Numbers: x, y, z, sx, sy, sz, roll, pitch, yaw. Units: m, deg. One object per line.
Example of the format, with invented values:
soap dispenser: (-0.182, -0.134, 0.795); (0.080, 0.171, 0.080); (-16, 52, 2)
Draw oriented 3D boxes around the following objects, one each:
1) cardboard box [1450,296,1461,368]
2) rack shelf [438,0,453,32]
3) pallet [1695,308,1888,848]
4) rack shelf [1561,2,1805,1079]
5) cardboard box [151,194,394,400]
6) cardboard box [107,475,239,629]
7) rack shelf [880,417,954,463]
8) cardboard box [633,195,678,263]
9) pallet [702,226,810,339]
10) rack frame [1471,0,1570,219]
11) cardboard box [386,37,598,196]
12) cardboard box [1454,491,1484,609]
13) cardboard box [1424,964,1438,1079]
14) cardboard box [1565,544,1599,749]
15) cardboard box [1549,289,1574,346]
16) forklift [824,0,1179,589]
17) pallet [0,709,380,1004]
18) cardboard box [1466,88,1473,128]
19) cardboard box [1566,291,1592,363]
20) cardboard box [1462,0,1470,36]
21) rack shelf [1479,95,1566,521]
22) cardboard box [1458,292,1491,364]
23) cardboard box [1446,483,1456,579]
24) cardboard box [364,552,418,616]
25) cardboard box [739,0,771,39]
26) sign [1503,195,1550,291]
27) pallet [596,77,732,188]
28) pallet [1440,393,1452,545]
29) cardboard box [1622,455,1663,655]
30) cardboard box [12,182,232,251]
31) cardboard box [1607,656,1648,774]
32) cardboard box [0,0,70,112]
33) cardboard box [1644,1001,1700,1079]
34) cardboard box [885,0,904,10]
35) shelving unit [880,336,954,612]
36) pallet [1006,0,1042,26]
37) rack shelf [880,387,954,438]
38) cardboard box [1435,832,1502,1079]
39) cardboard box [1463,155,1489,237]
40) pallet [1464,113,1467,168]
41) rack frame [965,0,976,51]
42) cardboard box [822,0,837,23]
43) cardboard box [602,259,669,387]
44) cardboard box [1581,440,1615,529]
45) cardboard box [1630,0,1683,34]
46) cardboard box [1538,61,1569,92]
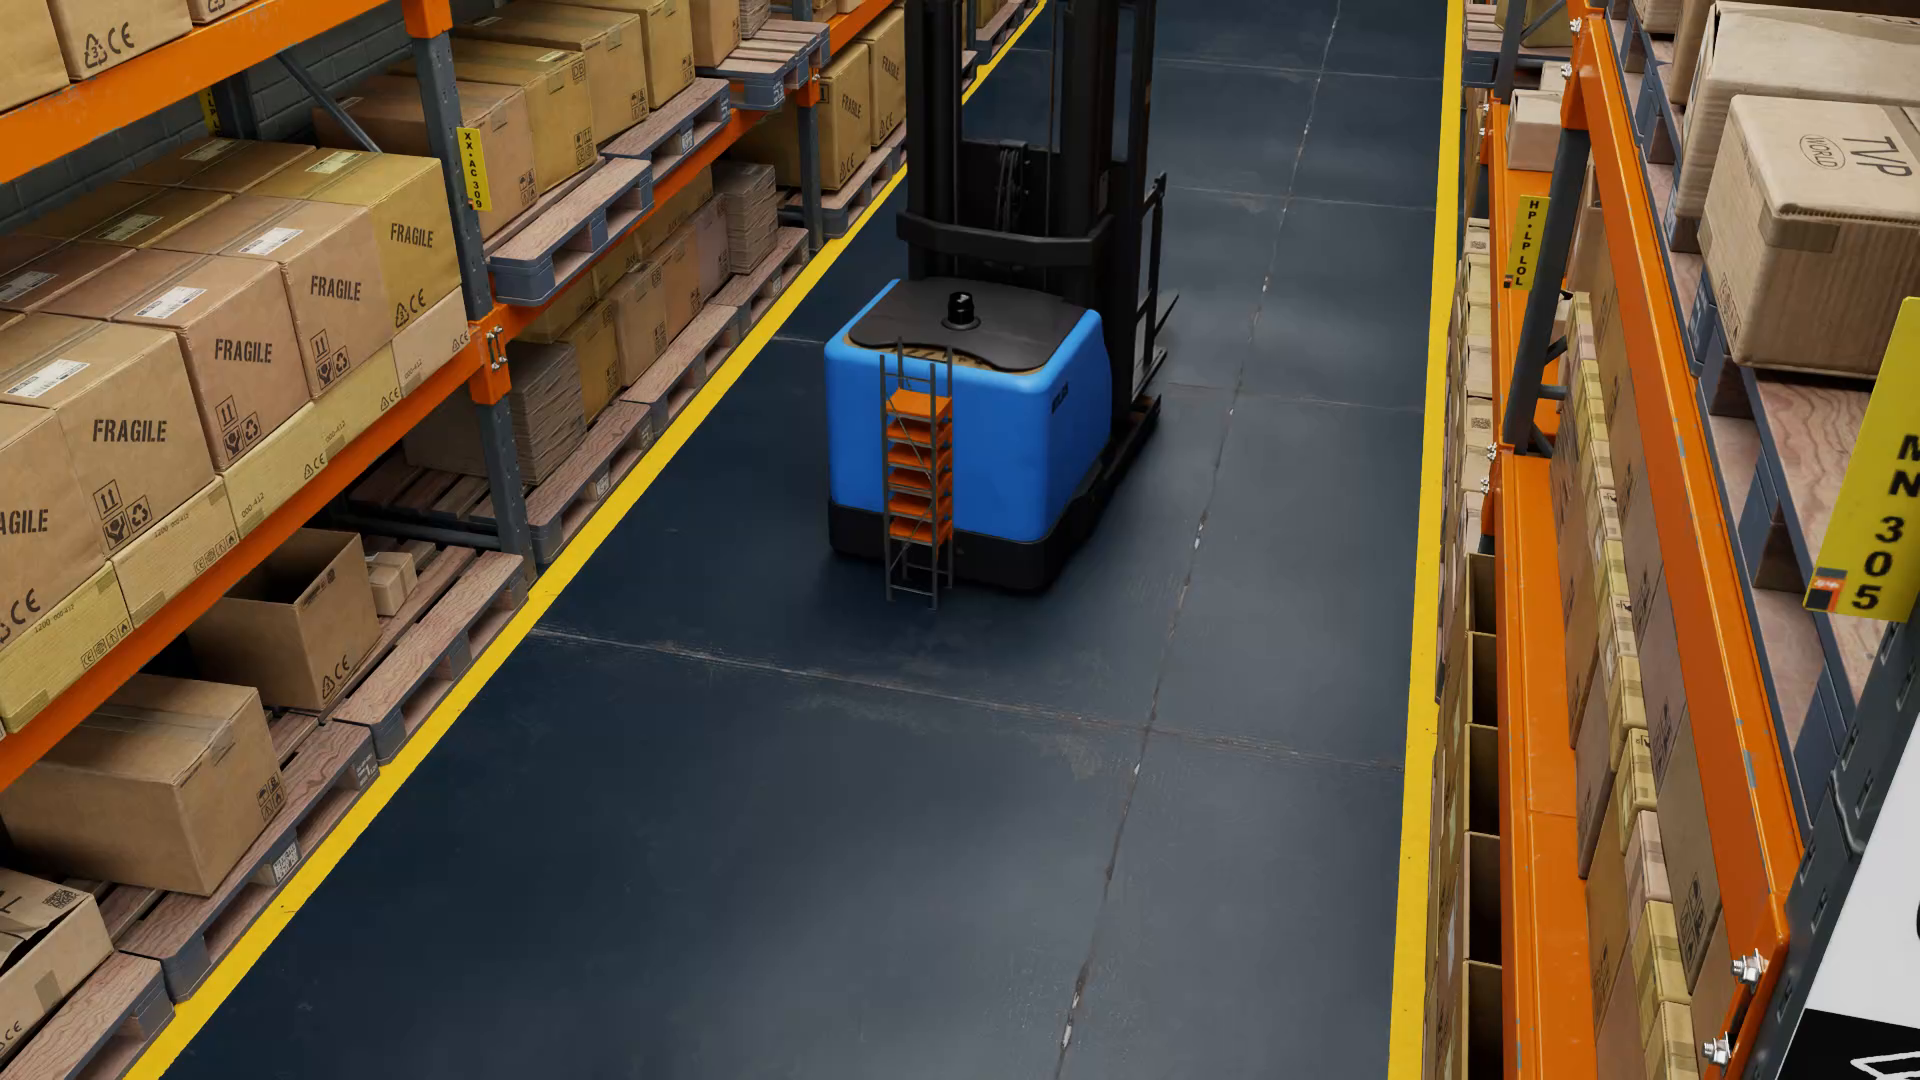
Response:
cardboard box: (2.870, -1.053, 8.782); (0.500, 0.250, 0.500); (7, 33, 11)
rack shelf: (-1.886, -3.126, 7.746); (1.077, 0.370, 4.000); (8, 33, 12)
pallet: (1.588, 0.030, 2.193); (1.003, 0.211, 1.213); (8, 33, 12)
rack shelf: (1.891, -0.378, 3.423); (1.077, 0.370, 4.000); (8, 33, 12)
cardboard box: (-2.336, -0.840, 5.698); (0.500, 0.500, 0.500); (8, 33, 12)
cardboard box: (-2.595, -0.002, 5.079); (0.500, 0.250, 0.500); (8, 33, 13)
rack shelf: (-0.178, -0.428, 6.940); (0.258, 0.103, 0.180); (12, 34, 18)
cardboard box: (-1.842, -1.713, 8.870); (0.500, 0.250, 0.500); (8, 33, 12)
pallet: (-1.579, -1.620, 10.101); (1.003, 0.211, 1.213); (8, 33, 12)
rack frame: (3.414, -2.529, 8.933); (1.000, 3.000, 0.127); (8, 33, 12)
cardboard box: (-2.083, -1.902, 7.443); (0.700, 0.500, 0.500); (11, 34, 17)
cardboard box: (2.224, 0.044, 6.534); (0.500, 0.311, 0.500); (8, 33, 12)
cardboard box: (1.603, 1.507, 4.755); (0.500, 0.250, 0.500); (8, 33, 12)
cardboard box: (2.033, 0.270, 4.436); (0.700, 0.500, 0.500); (9, 33, 13)
cardboard box: (2.444, -0.878, 6.461); (0.396, 0.266, 0.258); (7, 33, 11)
forklift: (0.405, -1.801, 7.852); (1.130, 2.935, 3.031); (12, 34, 18)
pallet: (-2.838, 1.039, 5.919); (1.003, 0.211, 1.213); (8, 33, 12)
cardboard box: (3.946, -3.240, 11.970); (0.500, 0.500, 0.500); (8, 33, 13)
cardboard box: (2.143, -0.656, 5.289); (0.380, 0.149, 0.250); (8, 33, 12)
cardboard box: (4.489, -4.379, 13.939); (0.500, 0.311, 0.500); (8, 33, 12)
rack shelf: (2.906, -1.188, 7.493); (1.077, 0.370, 4.000); (8, 33, 12)
cardboard box: (2.740, -1.013, 8.196); (0.500, 0.311, 0.500); (7, 33, 11)
cardboard box: (2.354, 0.013, 7.106); (0.500, 0.250, 0.500); (8, 33, 12)
cardboard box: (-2.501, 0.166, 6.924); (0.380, 0.166, 0.250); (4, 33, 6)
cardboard box: (-1.488, -3.184, 9.460); (0.700, 0.500, 0.500); (4, 33, 7)
sign: (1.871, -0.978, 5.486); (0.100, 0.325, 0.005); (8, 33, 12)
pallet: (-1.842, -2.088, 8.417); (1.003, 0.211, 1.213); (8, 33, 12)
pallet: (2.855, -0.300, 8.024); (1.003, 0.211, 1.213); (8, 33, 12)
cardboard box: (1.910, -0.031, 3.700); (0.700, 0.500, 0.500); (8, 33, 12)
cardboard box: (-2.850, -0.904, 5.799); (0.500, 0.500, 0.500); (8, 33, 12)
cardboard box: (1.623, 0.410, 3.611); (0.380, 0.149, 0.250); (9, 34, 14)
cardboard box: (-2.668, -1.331, 4.140); (0.500, 0.500, 0.500); (10, 34, 15)
cardboard box: (1.361, 0.946, 2.768); (0.380, 0.149, 0.250); (9, 34, 14)
cardboard box: (-0.626, -3.731, 12.435); (0.750, 0.750, 0.750); (9, 34, 14)
shelving unit: (-0.178, -0.263, 7.045); (0.258, 1.200, 0.189); (12, 34, 18)
pallet: (0.213, -5.120, 15.607); (1.003, 0.211, 1.213); (8, 33, 12)
rack shelf: (-0.178, -0.529, 6.876); (0.258, 0.103, 0.180); (12, 34, 18)
cardboard box: (1.599, 1.190, 4.555); (0.500, 0.500, 0.500); (8, 33, 12)
cardboard box: (3.424, -2.177, 10.299); (0.500, 0.500, 0.500); (9, 34, 14)
pallet: (4.259, -3.001, 12.274); (1.003, 0.211, 1.213); (8, 33, 12)
rack frame: (-0.364, -5.277, 13.256); (1.000, 3.000, 0.127); (8, 33, 12)
cardboard box: (-0.999, -3.373, 10.475); (0.380, 0.149, 0.250); (8, 33, 13)
cardboard box: (-1.972, -1.175, 8.723); (0.700, 0.500, 0.500); (8, 33, 13)
cardboard box: (1.885, -0.126, 4.455); (0.380, 0.149, 0.250); (7, 33, 11)
cardboard box: (1.879, -1.412, 3.941); (0.500, 0.311, 0.500); (6, 33, 10)
cardboard box: (3.279, -2.309, 8.669); (0.500, 0.311, 0.500); (10, 34, 15)
